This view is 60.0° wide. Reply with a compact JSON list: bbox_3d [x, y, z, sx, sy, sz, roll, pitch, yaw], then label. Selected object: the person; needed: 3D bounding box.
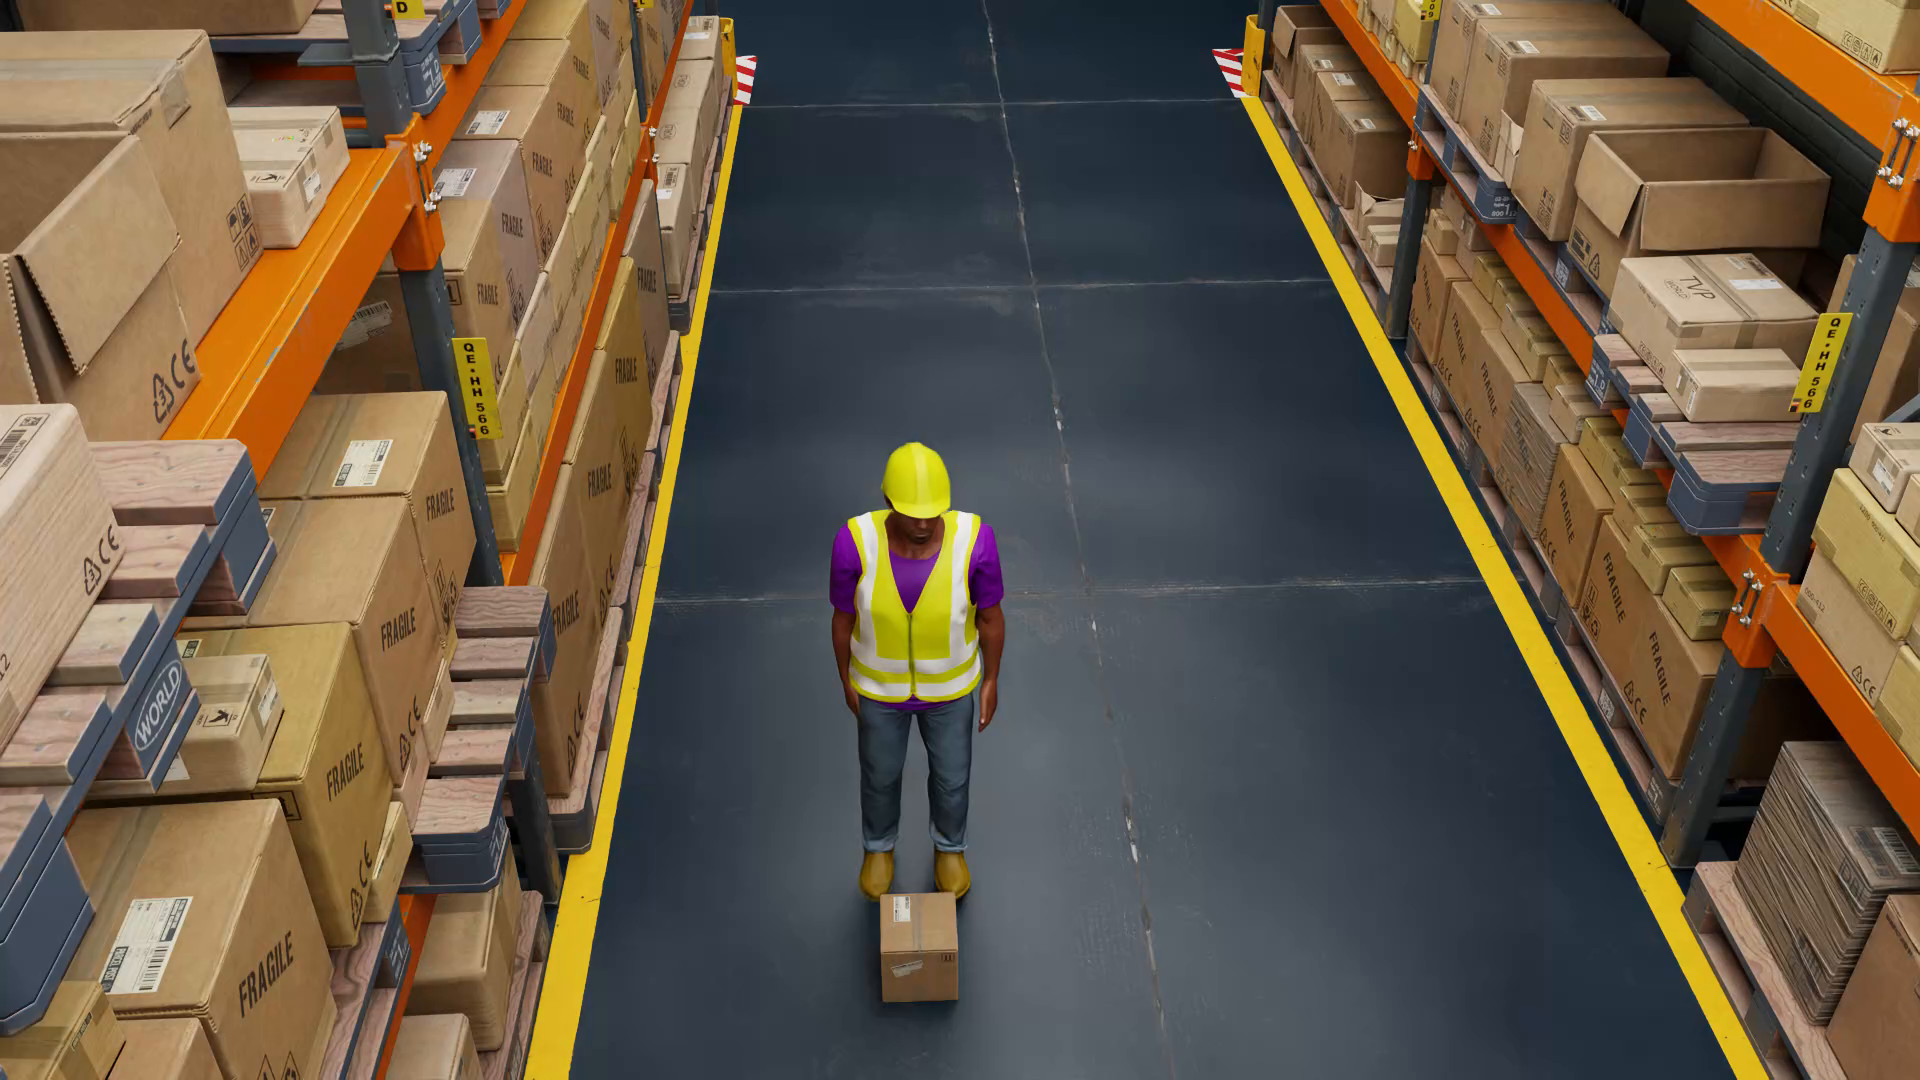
[{"bbox_3d":[-0.136,0.462,5.480,0.564,1.778,0.360,-1,35,-1],"label":"person"}]
